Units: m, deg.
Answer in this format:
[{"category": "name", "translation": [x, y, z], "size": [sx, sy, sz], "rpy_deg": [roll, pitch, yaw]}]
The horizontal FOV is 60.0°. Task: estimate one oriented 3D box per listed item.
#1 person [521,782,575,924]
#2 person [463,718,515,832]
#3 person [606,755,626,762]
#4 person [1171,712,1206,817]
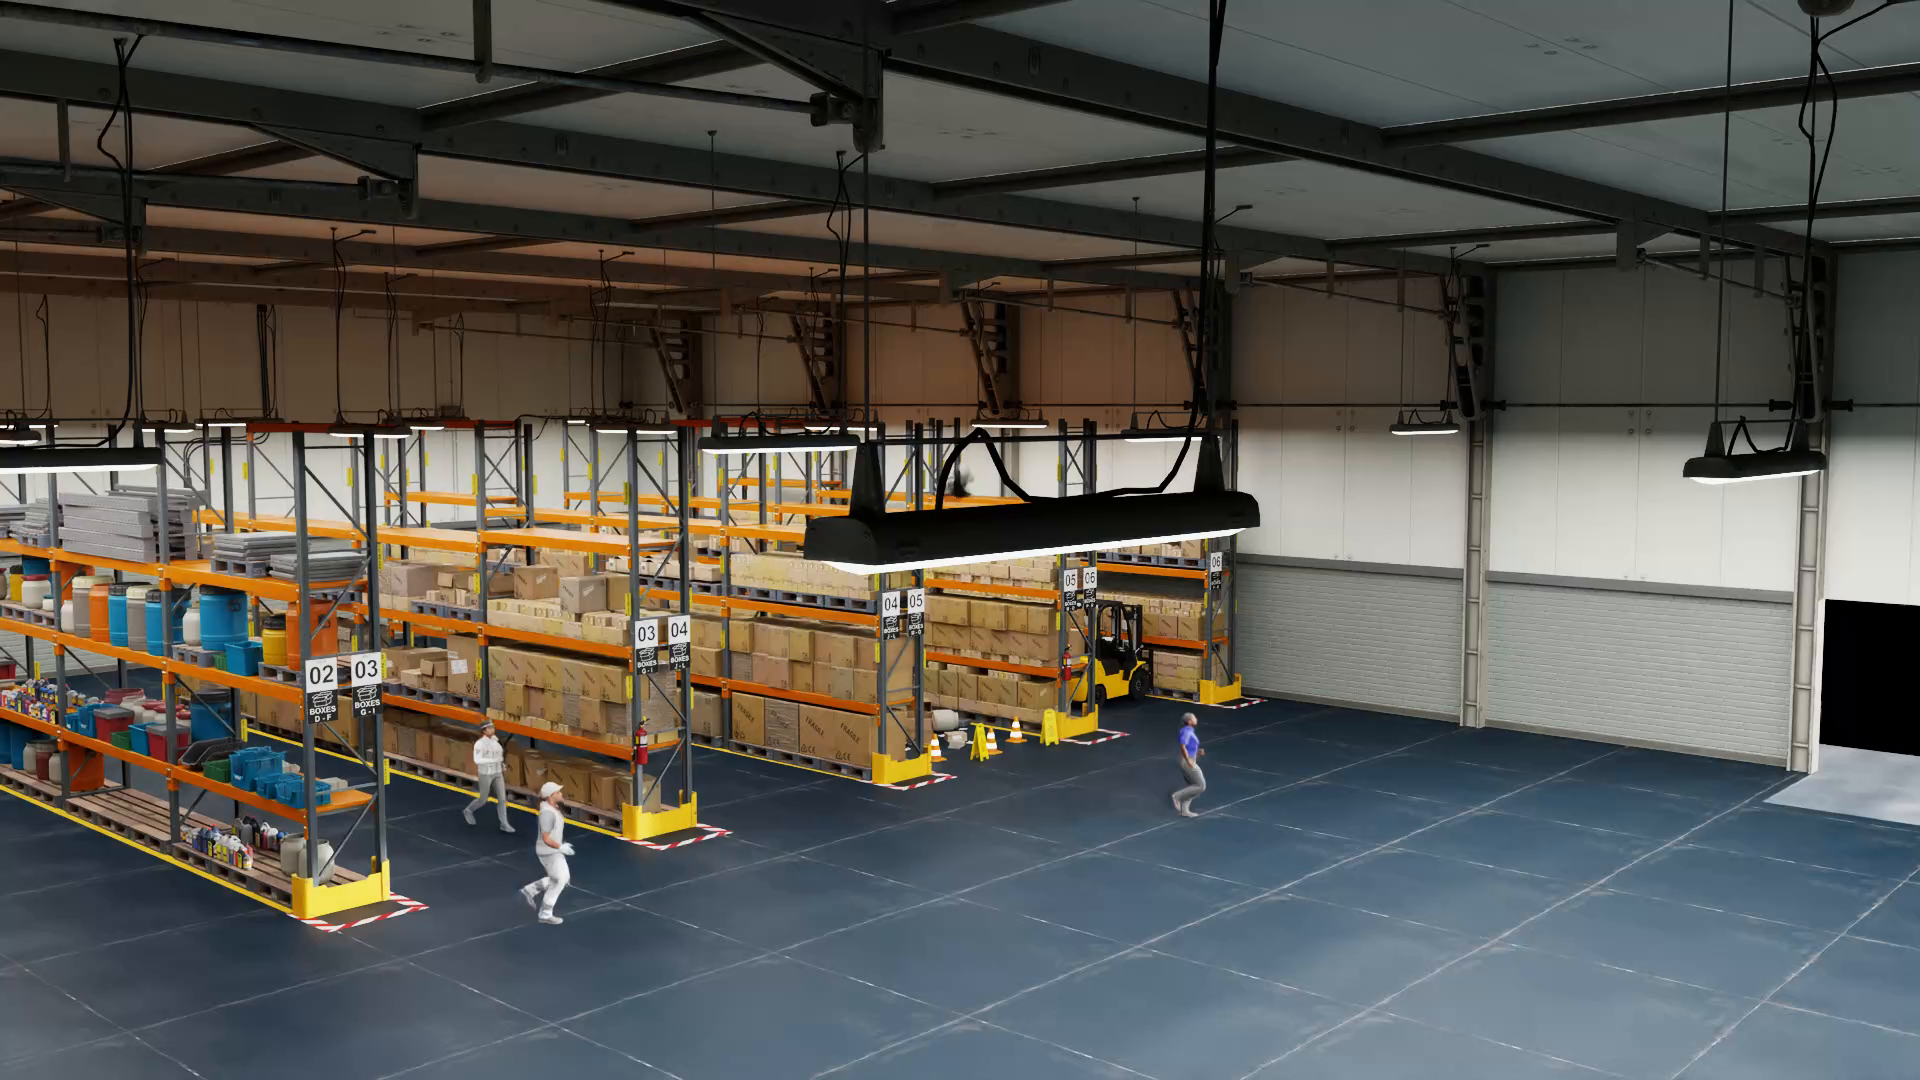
[{"category": "person", "translation": [-5.034, 3.810, 20.295], "size": [0.669, 1.751, 0.677], "rpy_deg": [-1, 5, -10]}, {"category": "person", "translation": [-6.944, 3.463, 24.604], "size": [0.876, 1.673, 0.617], "rpy_deg": [3, 5, 30]}, {"category": "person", "translation": [-5.994, 3.084, 29.383], "size": [0.542, 1.694, 0.703], "rpy_deg": [4, 6, 40]}, {"category": "person", "translation": [3.508, 3.449, 25.499], "size": [0.568, 1.621, 0.585], "rpy_deg": [0, 5, -4]}]
